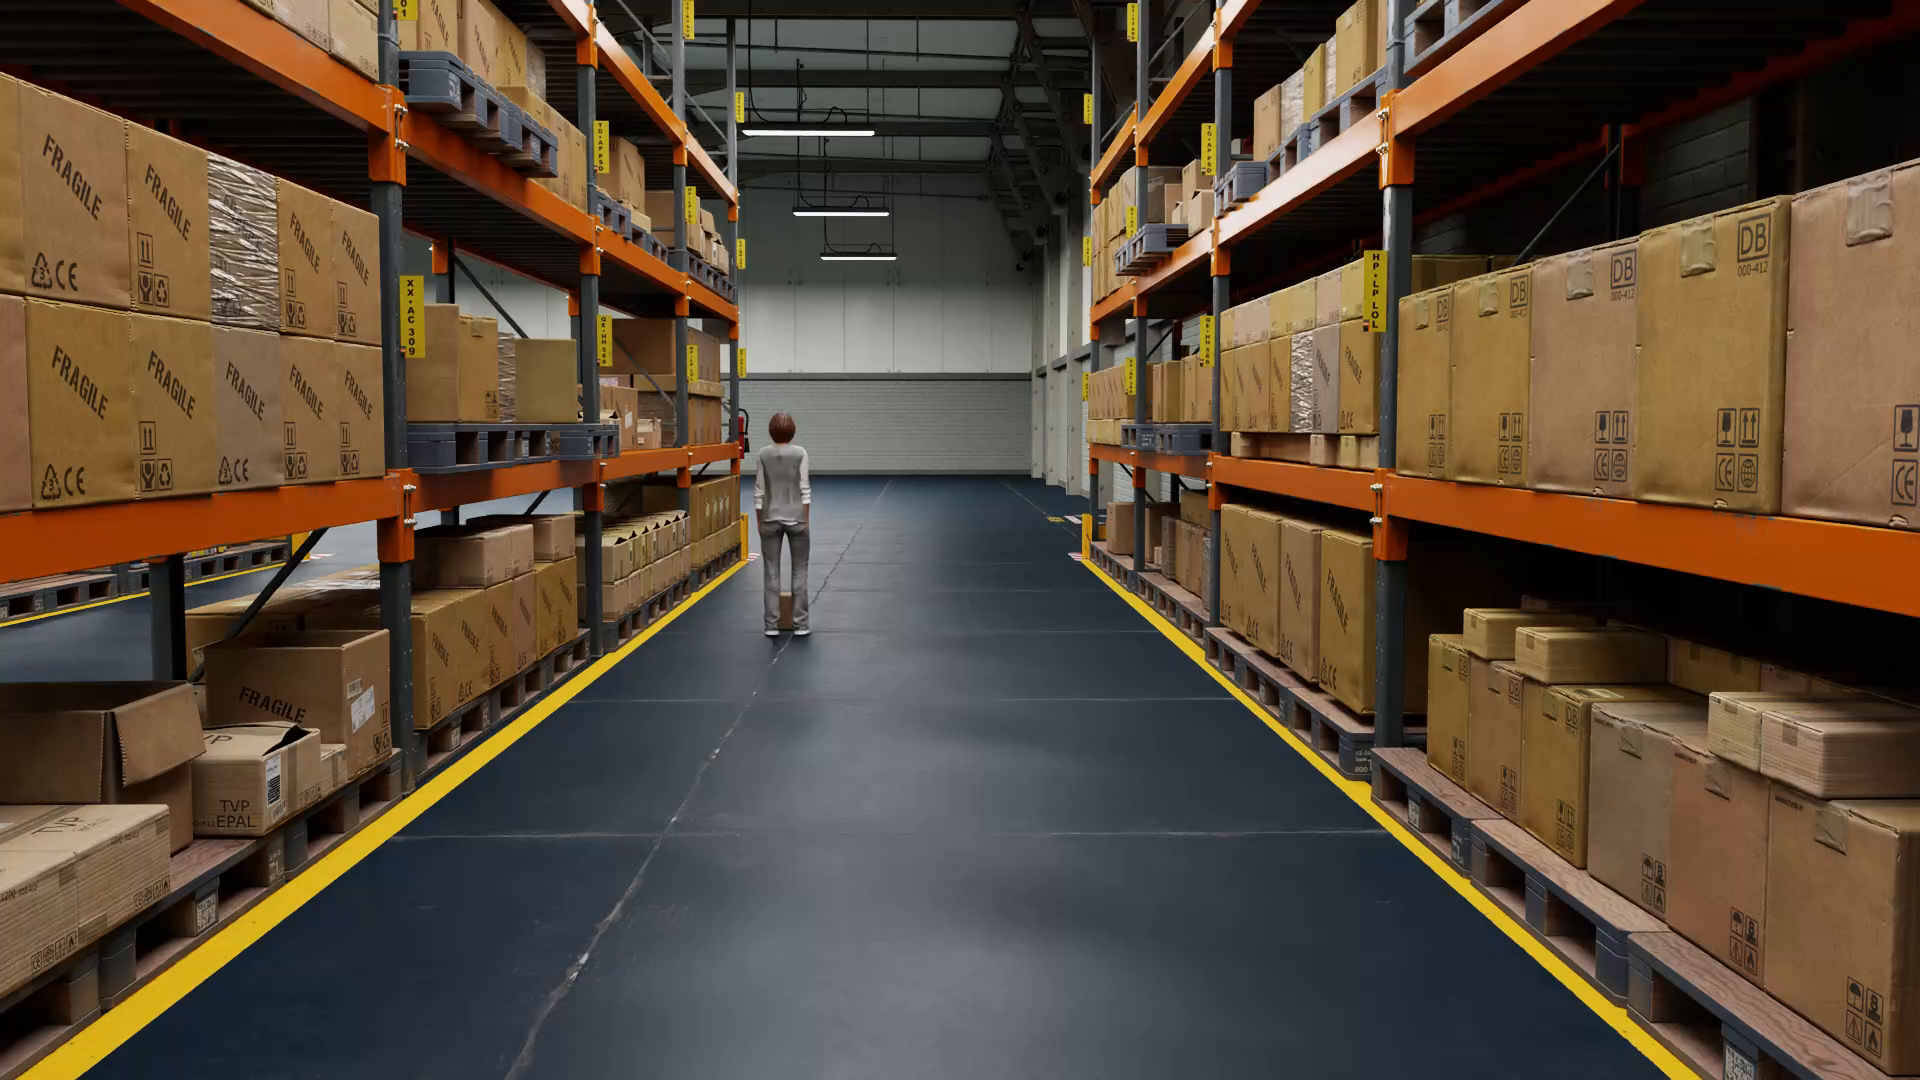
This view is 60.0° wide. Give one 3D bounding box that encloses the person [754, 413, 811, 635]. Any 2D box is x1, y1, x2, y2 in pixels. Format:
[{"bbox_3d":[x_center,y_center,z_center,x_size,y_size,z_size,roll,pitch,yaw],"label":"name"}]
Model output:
[{"bbox_3d":[-1.267,-0.108,11.860,0.407,1.592,0.306,0,4,0],"label":"person"}]
